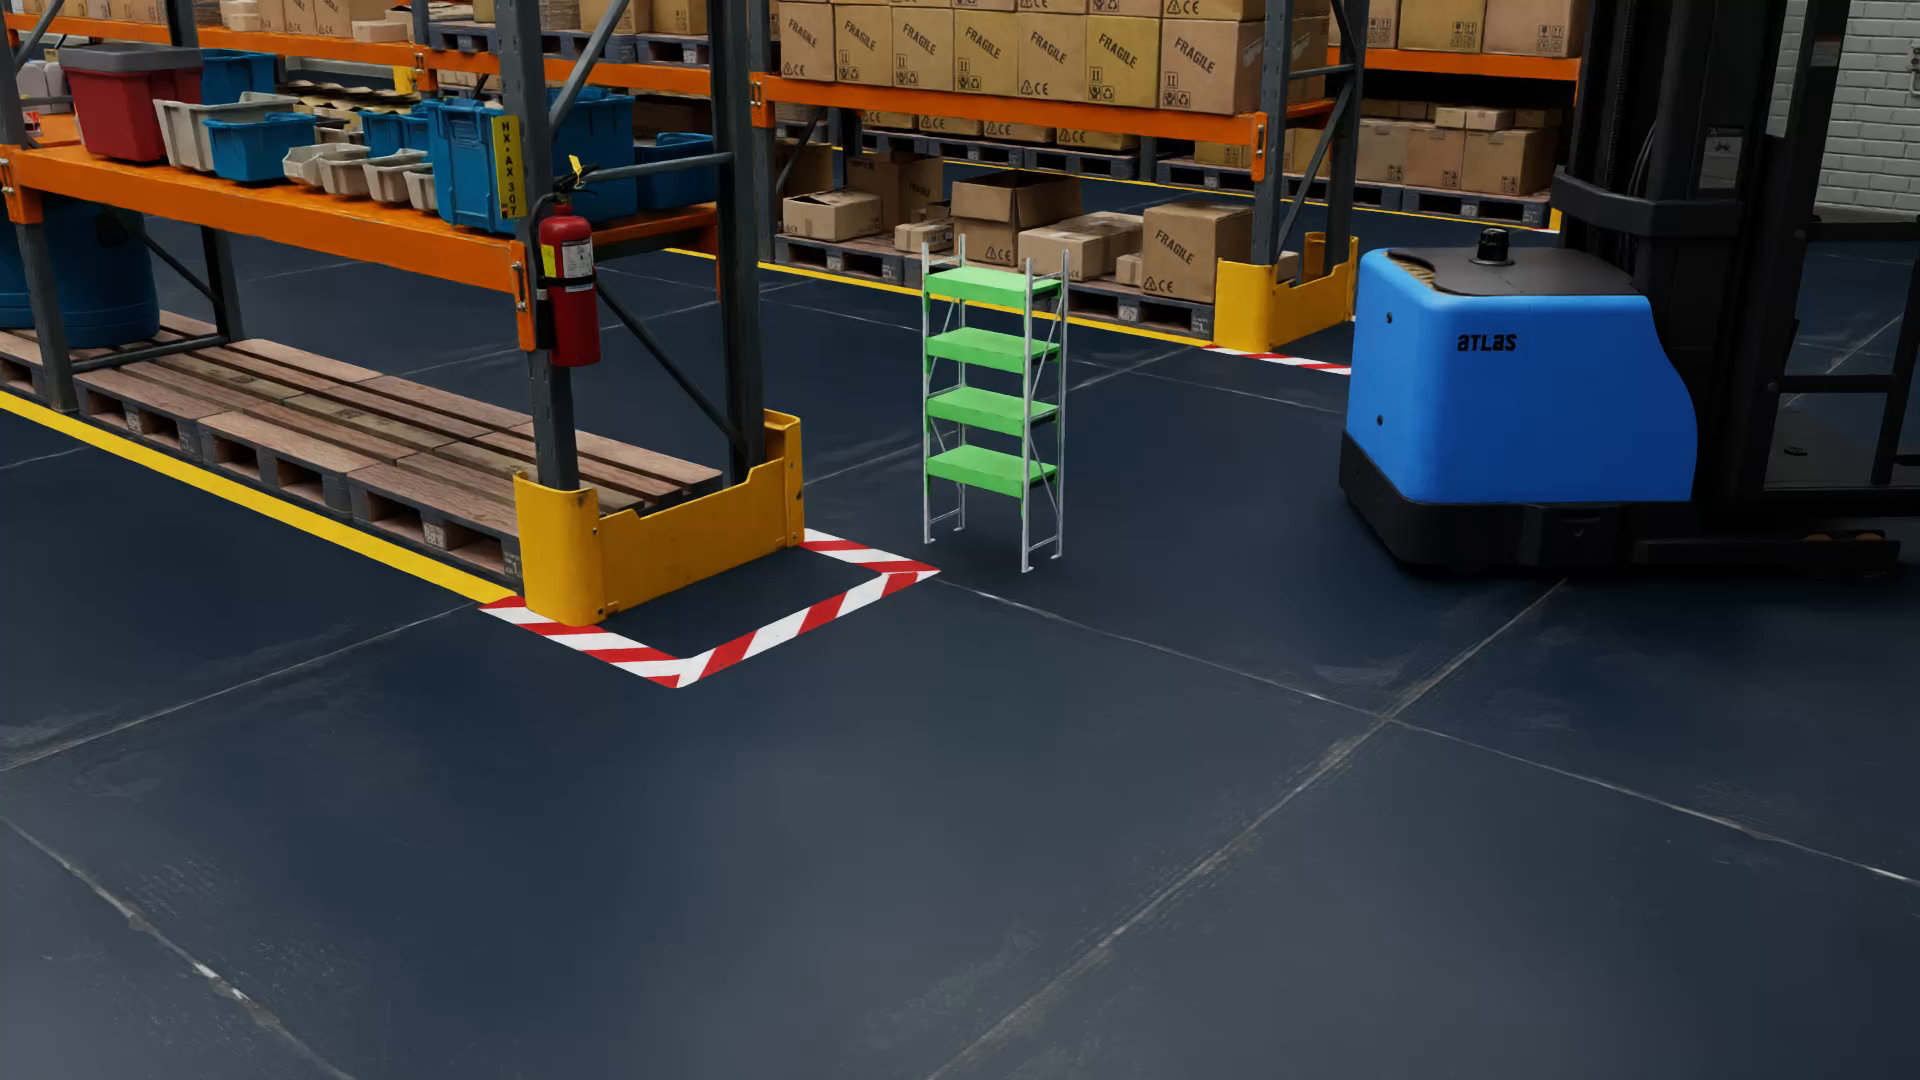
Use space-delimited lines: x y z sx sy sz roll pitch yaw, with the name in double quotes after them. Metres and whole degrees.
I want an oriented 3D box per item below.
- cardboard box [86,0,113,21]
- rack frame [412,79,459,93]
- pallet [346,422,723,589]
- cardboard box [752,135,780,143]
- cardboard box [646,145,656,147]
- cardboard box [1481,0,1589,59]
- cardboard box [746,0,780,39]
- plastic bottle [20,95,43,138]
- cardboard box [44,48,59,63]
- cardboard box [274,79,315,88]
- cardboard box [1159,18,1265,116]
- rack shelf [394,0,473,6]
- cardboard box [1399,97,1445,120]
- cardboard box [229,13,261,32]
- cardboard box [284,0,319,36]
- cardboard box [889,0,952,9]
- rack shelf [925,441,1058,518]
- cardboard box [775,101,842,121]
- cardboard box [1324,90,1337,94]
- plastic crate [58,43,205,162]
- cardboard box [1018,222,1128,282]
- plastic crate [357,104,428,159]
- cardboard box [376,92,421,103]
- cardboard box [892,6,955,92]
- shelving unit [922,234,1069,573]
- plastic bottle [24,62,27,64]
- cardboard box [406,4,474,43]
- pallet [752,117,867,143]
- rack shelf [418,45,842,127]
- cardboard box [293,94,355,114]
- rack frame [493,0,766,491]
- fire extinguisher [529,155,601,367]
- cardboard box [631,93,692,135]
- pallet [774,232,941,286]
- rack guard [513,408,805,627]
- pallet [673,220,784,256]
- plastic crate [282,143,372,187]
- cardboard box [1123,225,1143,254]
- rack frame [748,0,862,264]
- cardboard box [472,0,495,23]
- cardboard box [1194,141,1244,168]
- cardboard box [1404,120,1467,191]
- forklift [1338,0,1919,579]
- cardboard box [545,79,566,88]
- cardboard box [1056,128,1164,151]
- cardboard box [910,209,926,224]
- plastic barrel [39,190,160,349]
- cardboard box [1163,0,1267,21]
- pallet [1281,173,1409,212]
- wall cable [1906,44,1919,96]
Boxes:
-8.832 -5.805 17.668 0.500 0.500 0.700 17 27 38 "cardboard box"
-7.257 -7.565 22.479 0.127 3.000 1.000 16 26 36 "rack frame"
-1.740 -0.177 6.839 1.213 0.211 1.003 16 26 36 "pallet"
-1.731 -2.860 12.920 0.500 0.500 0.500 17 26 37 "cardboard box"
-2.031 -2.714 12.532 0.500 0.500 0.500 16 26 36 "cardboard box"
4.737 -4.247 13.254 0.700 0.700 0.980 18 27 39 "cardboard box"
-1.315 -3.943 12.137 0.500 0.500 0.700 7 22 18 "cardboard box"
-4.670 -2.125 8.333 0.097 0.201 0.097 0 21 0 "plastic bottle"
-9.723 -5.180 18.391 0.500 0.500 0.500 16 26 36 "cardboard box"
-6.793 -4.478 16.799 0.500 0.311 0.500 16 26 36 "cardboard box"
1.490 -2.713 9.469 0.500 0.500 0.500 17 27 38 "cardboard box"
-5.708 -6.782 21.422 4.000 0.370 1.077 16 26 36 "rack shelf"
3.972 -3.707 14.275 0.250 0.149 0.380 17 26 37 "cardboard box"
-6.731 -4.947 15.891 0.250 0.149 0.380 16 26 36 "cardboard box"
-5.907 -4.960 15.427 0.500 0.500 0.500 16 26 36 "cardboard box"
-0.105 -3.636 10.500 0.500 0.500 0.500 15 25 35 "cardboard box"
0.128 -0.240 6.466 0.480 0.148 0.258 16 26 36 "rack shelf"
-1.650 -4.963 18.497 0.500 0.500 0.700 17 26 37 "cardboard box"
3.181 -3.935 14.879 0.250 0.149 0.380 15 25 35 "cardboard box"
-3.692 -1.970 7.466 0.583 0.464 0.402 16 26 36 "plastic crate"
0.715 -1.834 10.554 0.500 0.250 0.500 16 26 36 "cardboard box"
-2.362 -1.743 7.191 0.300 0.233 0.416 16 26 36 "plastic crate"
-5.215 -4.024 15.595 0.500 0.311 0.500 15 25 35 "cardboard box"
-0.082 -3.166 10.671 0.500 0.500 0.500 16 26 36 "cardboard box"
0.128 -0.524 6.359 0.503 1.200 0.258 16 26 36 "shelving unit"
-5.387 -2.640 9.601 0.097 0.271 0.097 0 21 0 "plastic bottle"
-4.443 -4.477 14.415 0.500 0.311 0.500 18 27 40 "cardboard box"
-1.664 -4.650 18.701 1.213 0.211 1.003 16 26 36 "pallet"
-2.639 -3.643 13.096 4.000 0.370 1.077 16 26 36 "rack shelf"
-5.933 -3.987 15.497 0.500 0.311 0.500 17 26 38 "cardboard box"
-1.126 -1.287 5.831 0.127 3.000 1.000 16 26 36 "rack frame"
-1.296 -0.919 5.492 0.183 0.674 0.296 16 26 36 "fire extinguisher"
-2.474 -3.430 13.368 0.500 0.250 0.500 15 26 35 "cardboard box"
-0.558 -2.075 11.871 1.213 0.211 1.003 16 26 36 "pallet"
-1.099 -0.116 6.267 0.348 0.500 1.175 16 26 36 "rack guard"
-1.744 -2.399 12.732 1.213 0.211 1.003 16 26 36 "pallet"
-2.560 -1.510 6.709 0.250 0.136 0.298 16 26 36 "plastic crate"
1.380 -1.870 10.650 0.500 0.250 0.500 16 26 36 "cardboard box"
-1.090 -3.533 11.786 0.127 3.000 1.000 16 26 36 "rack frame"
-3.630 -4.559 13.770 0.500 0.500 0.700 7 22 18 "cardboard box"
2.554 -3.720 15.229 0.500 0.500 0.700 16 26 37 "cardboard box"
4.145 -3.263 14.017 0.500 0.500 0.700 16 26 36 "cardboard box"
3.145 -1.413 6.260 3.031 2.935 1.130 -1 21 -2 "forklift"
-4.988 -5.930 21.061 0.500 0.500 0.500 14 25 32 "cardboard box"
1.454 -4.188 15.975 0.750 0.750 0.750 16 26 37 "cardboard box"
-0.141 -2.288 11.901 0.250 0.149 0.380 16 26 36 "cardboard box"
-4.635 -1.521 8.828 0.708 0.901 0.600 16 26 36 "plastic barrel"
1.490 -3.179 9.289 0.500 0.500 0.500 16 26 36 "cardboard box"
3.528 -3.120 14.643 1.213 0.211 1.003 16 26 36 "pallet"
6.728 -4.444 12.761 1.851 1.984 0.084 16 26 36 "wall cable"
